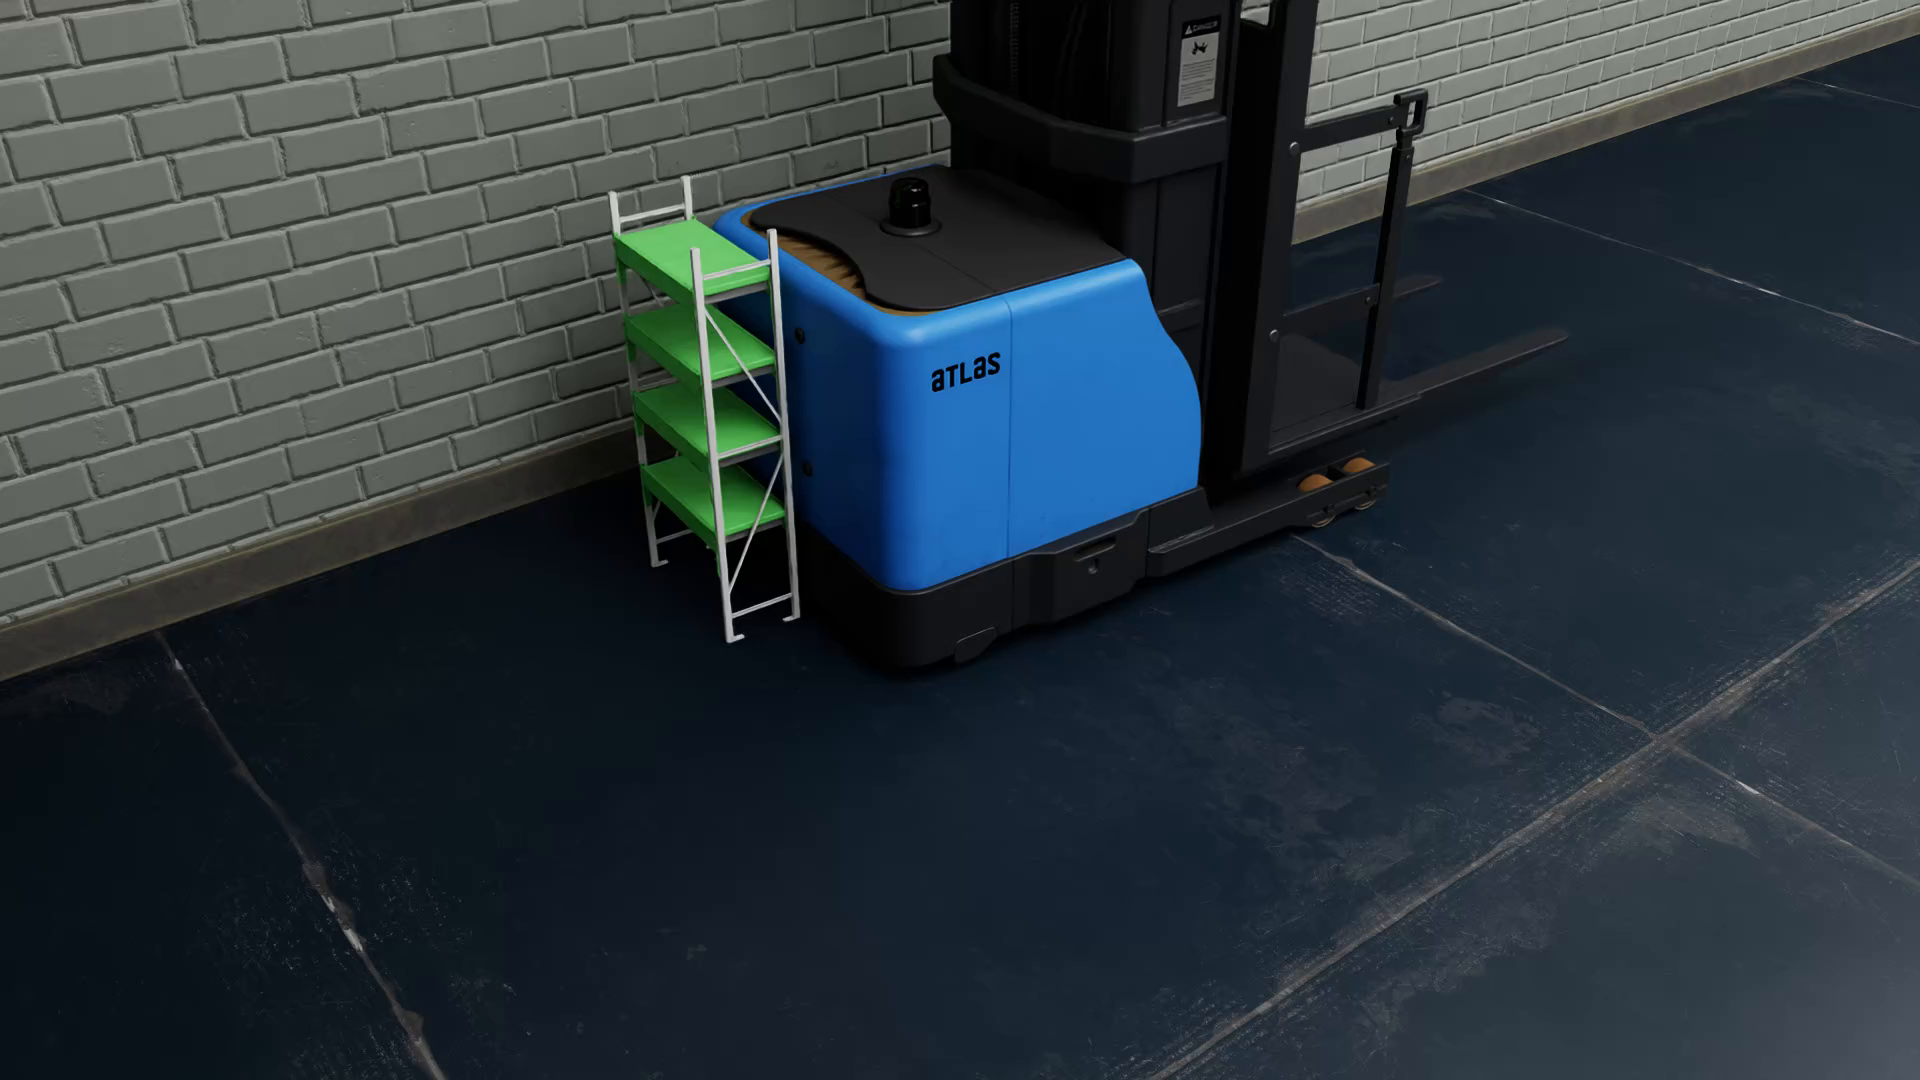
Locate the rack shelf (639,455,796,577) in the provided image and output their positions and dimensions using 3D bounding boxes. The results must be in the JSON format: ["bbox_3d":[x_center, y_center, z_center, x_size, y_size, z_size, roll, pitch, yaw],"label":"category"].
[{"bbox_3d":[-0.710,-0.098,4.847,0.258,0.148,0.480,-20,37,-29],"label":"rack shelf"}]

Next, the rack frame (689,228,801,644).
[{"bbox_3d":[-0.572,-0.250,4.516,0.240,1.200,0.015,-20,37,-29],"label":"rack frame"}]

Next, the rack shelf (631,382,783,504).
[{"bbox_3d":[-0.710,-0.302,4.720,0.258,0.148,0.480,-20,37,-29],"label":"rack shelf"}]

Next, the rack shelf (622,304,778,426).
[{"bbox_3d":[-0.710,-0.506,4.593,0.258,0.148,0.480,-20,37,-29],"label":"rack shelf"}]

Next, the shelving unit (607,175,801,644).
[{"bbox_3d":[-0.710,-0.356,4.686,0.258,1.200,0.503,-20,37,-29],"label":"shelving unit"}]

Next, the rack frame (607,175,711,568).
[{"bbox_3d":[-0.849,-0.462,4.857,0.240,1.200,0.015,-20,37,-29],"label":"rack frame"}]

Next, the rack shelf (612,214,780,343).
[{"bbox_3d":[-0.711,-0.710,4.466,0.258,0.148,0.480,-20,37,-29],"label":"rack shelf"}]

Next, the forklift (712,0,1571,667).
[{"bbox_3d":[0.783,-1.495,4.879,3.031,2.935,1.130,-20,37,-29],"label":"forklift"}]
